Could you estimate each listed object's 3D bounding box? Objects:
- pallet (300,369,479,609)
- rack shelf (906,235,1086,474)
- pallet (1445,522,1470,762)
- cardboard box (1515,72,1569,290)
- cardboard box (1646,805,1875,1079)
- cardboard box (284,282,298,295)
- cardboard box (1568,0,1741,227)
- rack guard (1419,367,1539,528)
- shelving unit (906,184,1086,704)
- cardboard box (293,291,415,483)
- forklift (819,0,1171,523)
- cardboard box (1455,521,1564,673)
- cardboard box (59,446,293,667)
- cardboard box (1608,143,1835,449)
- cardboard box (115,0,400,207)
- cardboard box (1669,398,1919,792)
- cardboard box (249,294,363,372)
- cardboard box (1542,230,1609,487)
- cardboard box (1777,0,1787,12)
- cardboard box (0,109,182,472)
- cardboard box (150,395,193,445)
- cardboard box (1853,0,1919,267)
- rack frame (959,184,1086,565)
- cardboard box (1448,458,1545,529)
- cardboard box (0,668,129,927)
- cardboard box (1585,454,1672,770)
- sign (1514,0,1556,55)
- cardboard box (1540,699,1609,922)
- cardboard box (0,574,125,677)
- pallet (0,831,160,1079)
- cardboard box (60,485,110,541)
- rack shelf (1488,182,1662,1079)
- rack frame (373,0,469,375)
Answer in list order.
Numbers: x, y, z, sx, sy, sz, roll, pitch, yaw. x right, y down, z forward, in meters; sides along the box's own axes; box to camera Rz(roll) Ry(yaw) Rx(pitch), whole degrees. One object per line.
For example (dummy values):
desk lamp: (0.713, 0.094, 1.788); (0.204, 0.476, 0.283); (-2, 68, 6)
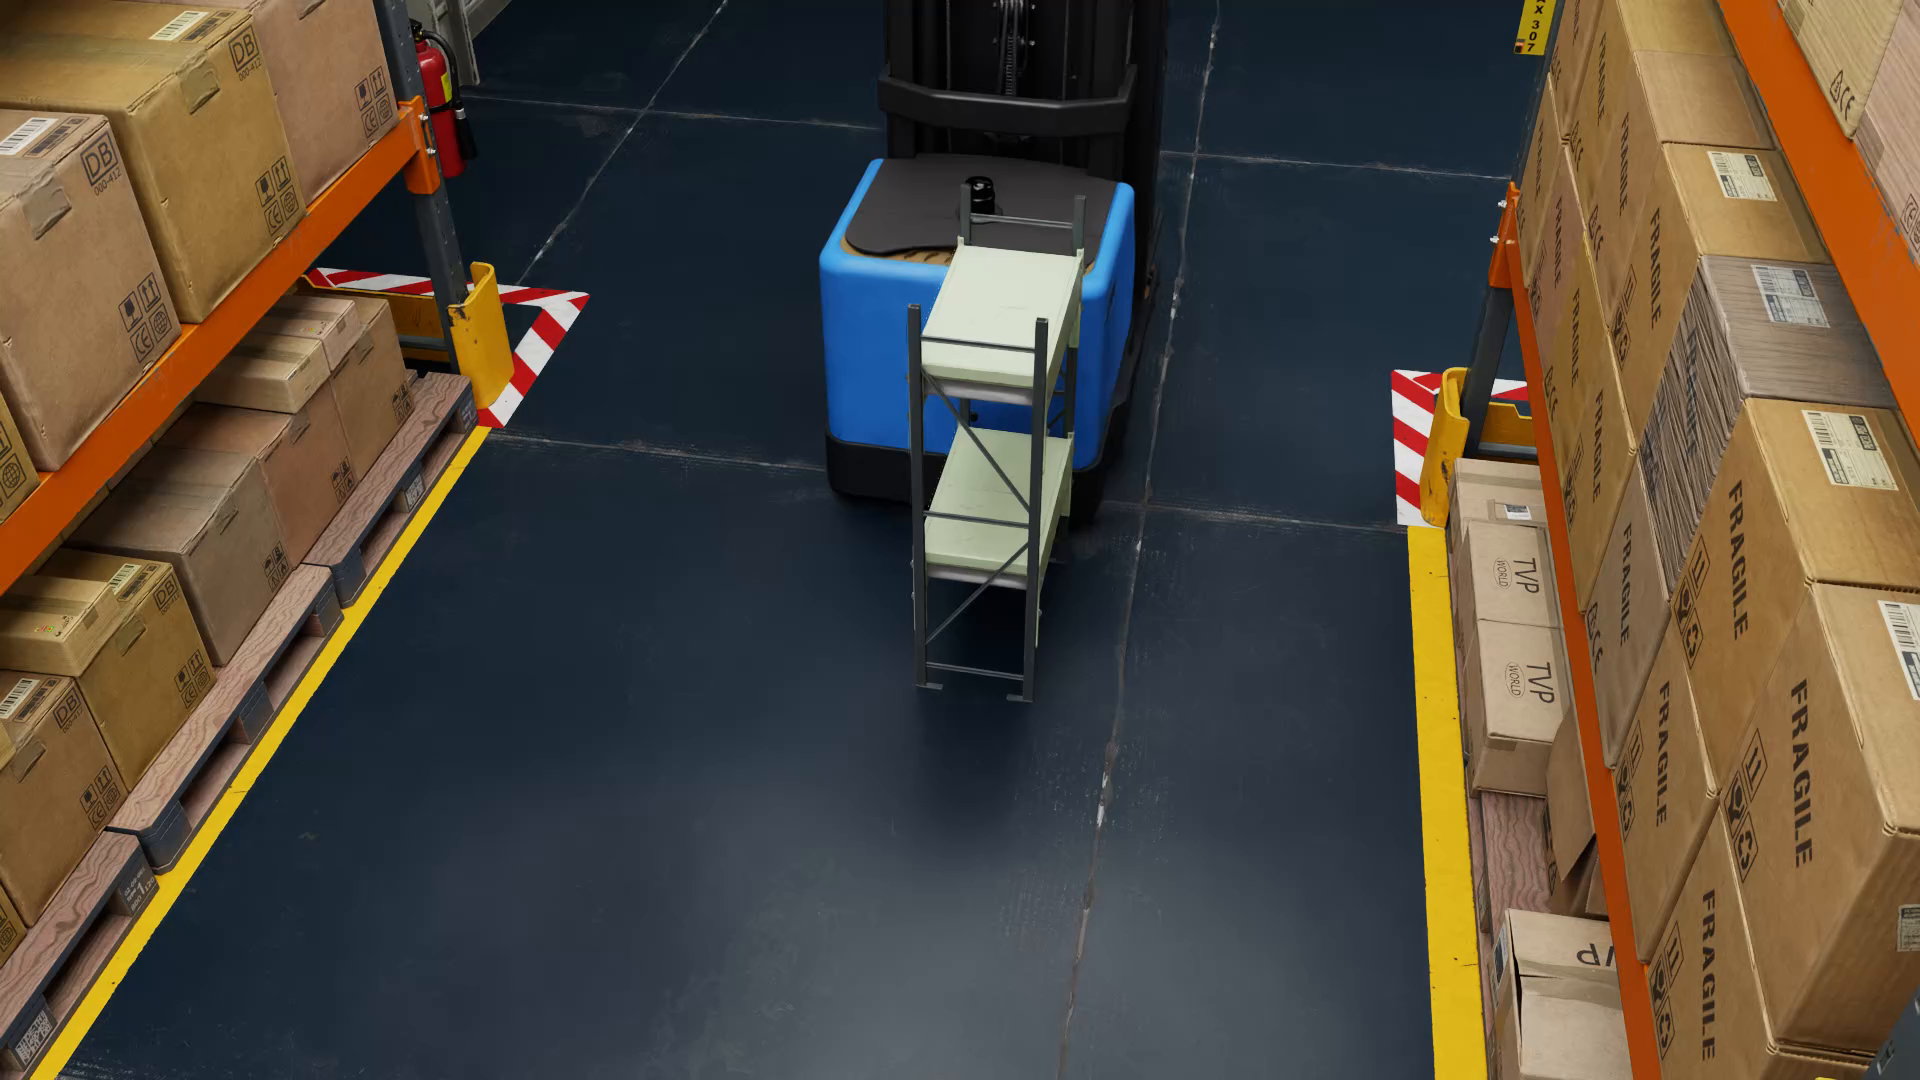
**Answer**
pallet: (-2.567, -0.260, 6.399); (1.003, 0.211, 1.213); (6, 40, 8)
rack shelf: (0.123, -0.589, 5.173); (0.431, 0.370, 0.720); (7, 40, 9)
pallet: (2.224, 0.321, 5.696); (1.003, 0.211, 1.213); (6, 40, 8)
cardboard box: (2.038, -1.091, 5.137); (0.500, 0.500, 0.500); (7, 40, 9)
cardboard box: (1.516, 0.828, 2.816); (0.500, 0.500, 0.500); (7, 40, 8)
cardboard box: (-2.703, -0.944, 6.161); (0.380, 0.149, 0.250); (7, 40, 8)
cardboard box: (1.955, -1.147, 4.420); (0.500, 0.500, 0.500); (7, 40, 8)
rack guard: (2.361, -0.291, 6.209); (1.175, 0.500, 0.348); (6, 40, 8)
shelving unit: (0.123, -0.288, 5.422); (0.431, 1.500, 0.755); (7, 40, 9)
cardboard box: (-2.528, -0.594, 6.246); (0.700, 0.500, 0.500); (6, 40, 8)
forklift: (0.298, -2.138, 6.535); (1.130, 2.935, 3.031); (8, 40, 9)
cardboard box: (1.914, 0.212, 5.452); (0.500, 0.250, 0.500); (6, 40, 8)
cardboard box: (-2.701, 0.036, 5.484); (0.700, 0.500, 0.500); (5, 40, 6)
cardboard box: (1.776, -0.515, 3.656); (0.500, 0.500, 0.500); (6, 40, 7)
cardboard box: (-2.584, -1.640, 5.644); (0.980, 0.700, 0.700); (8, 40, 10)
cardboard box: (1.600, 0.117, 2.891); (0.500, 0.500, 0.500); (6, 40, 7)
cardboard box: (-2.371, -0.743, 5.918); (0.380, 0.149, 0.250); (6, 40, 7)
cardboard box: (1.864, -0.452, 4.364); (0.500, 0.500, 0.500); (6, 40, 8)
cardboard box: (1.770, -1.165, 3.068); (0.500, 0.250, 0.500); (6, 40, 8)
cardboard box: (-2.840, -0.705, 4.513); (0.980, 0.700, 0.700); (5, 40, 6)
cardboard box: (-2.834, -0.469, 5.586); (0.380, 0.149, 0.250); (7, 40, 8)
cardboard box: (1.601, -0.537, 2.309); (0.500, 0.250, 0.500); (6, 40, 8)
rack frame: (0.196, -0.517, 5.698); (0.400, 1.500, 0.023); (7, 40, 9)
cardboard box: (1.963, -0.148, 5.967); (0.380, 0.149, 0.250); (6, 40, 8)
cardboard box: (-2.877, 0.693, 4.689); (0.700, 0.500, 0.500); (6, 40, 7)
cardboard box: (1.690, 0.182, 3.598); (0.500, 0.500, 0.500); (7, 40, 9)
sign: (1.840, -1.695, 5.267); (0.100, 0.325, 0.005); (6, 40, 8)
cardboard box: (2.002, 0.822, 4.516); (0.797, 0.503, 0.637); (6, 40, 8)
cardboard box: (-2.638, 0.236, 4.734); (0.380, 0.149, 0.250); (5, 40, 6)
pallet: (-2.989, 1.271, 4.547); (1.003, 0.211, 1.213); (6, 40, 8)
cardboard box: (-2.921, -0.148, 5.198); (0.380, 0.149, 0.250); (7, 40, 8)
rack shelf: (2.028, 0.231, 4.181); (1.077, 0.370, 4.000); (6, 40, 8)
rack frame: (-2.505, -1.846, 6.128); (1.000, 3.000, 0.127); (6, 40, 8)
